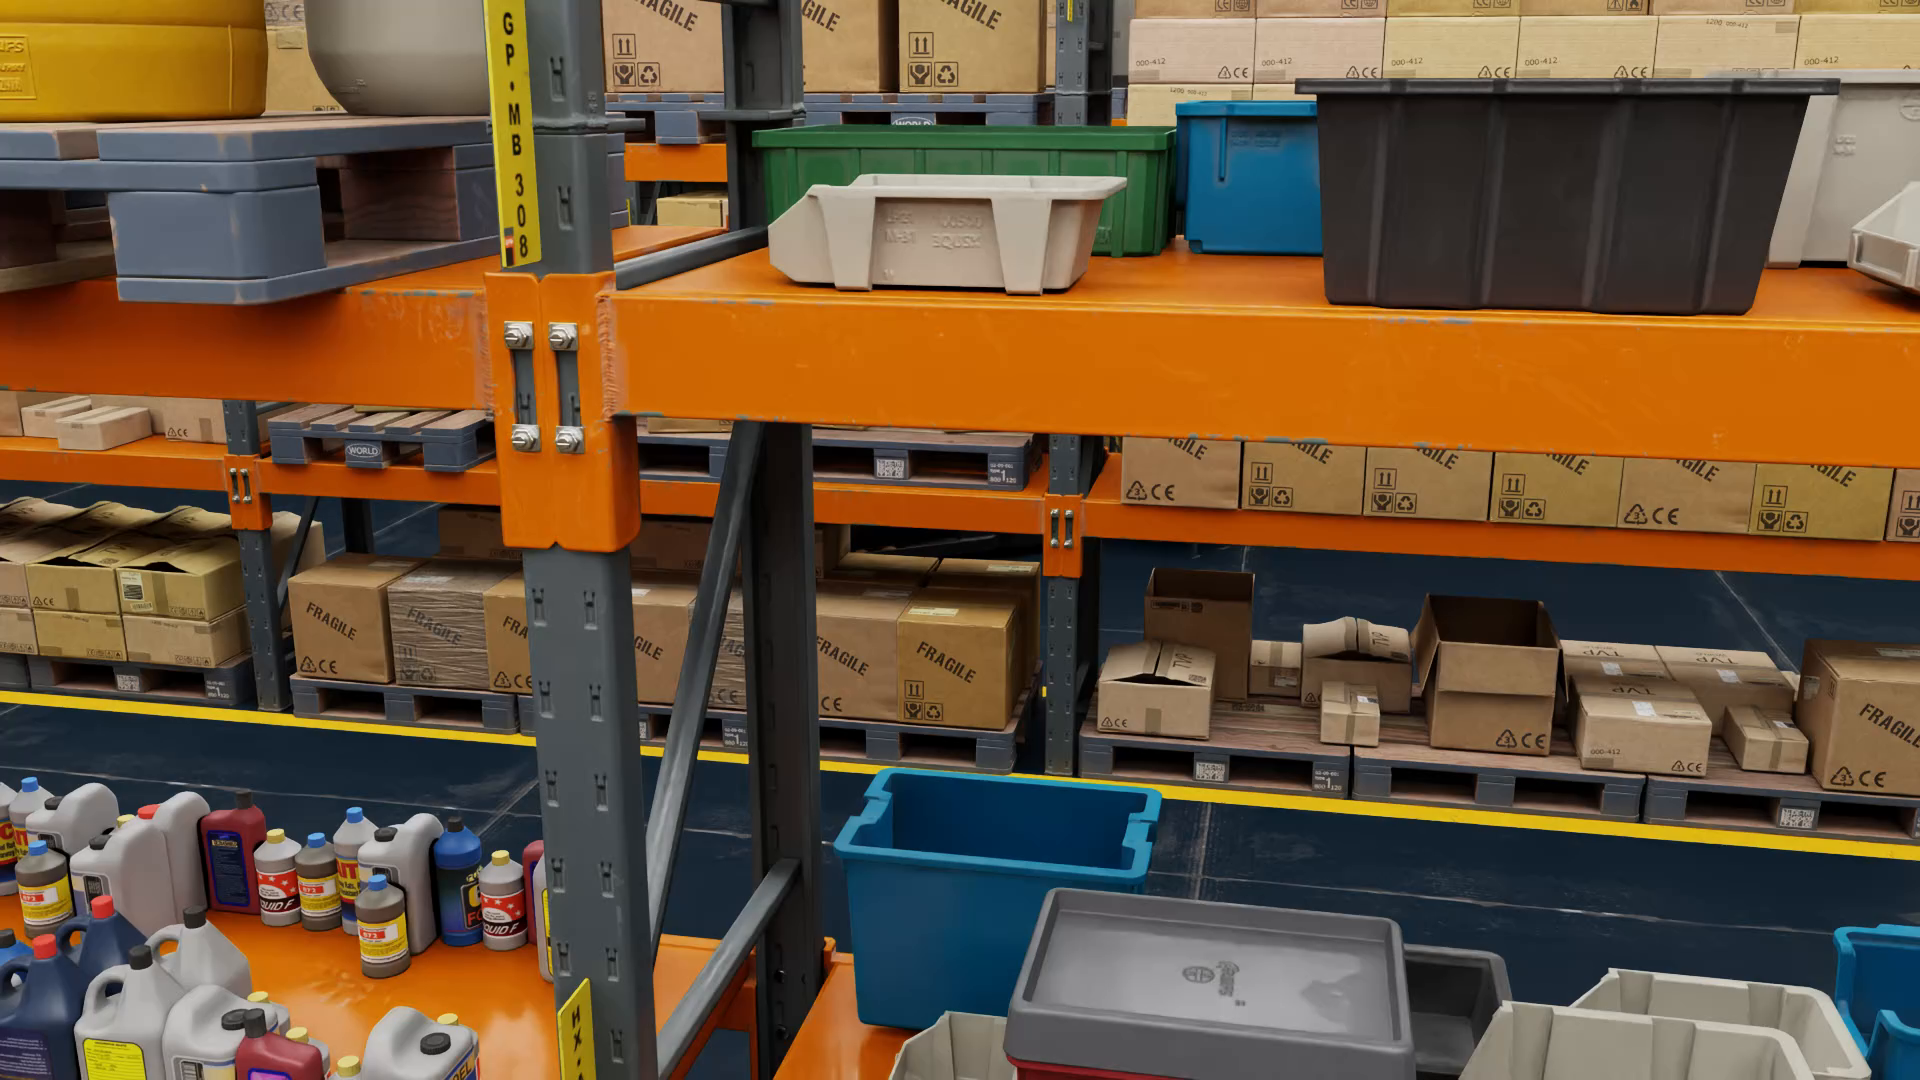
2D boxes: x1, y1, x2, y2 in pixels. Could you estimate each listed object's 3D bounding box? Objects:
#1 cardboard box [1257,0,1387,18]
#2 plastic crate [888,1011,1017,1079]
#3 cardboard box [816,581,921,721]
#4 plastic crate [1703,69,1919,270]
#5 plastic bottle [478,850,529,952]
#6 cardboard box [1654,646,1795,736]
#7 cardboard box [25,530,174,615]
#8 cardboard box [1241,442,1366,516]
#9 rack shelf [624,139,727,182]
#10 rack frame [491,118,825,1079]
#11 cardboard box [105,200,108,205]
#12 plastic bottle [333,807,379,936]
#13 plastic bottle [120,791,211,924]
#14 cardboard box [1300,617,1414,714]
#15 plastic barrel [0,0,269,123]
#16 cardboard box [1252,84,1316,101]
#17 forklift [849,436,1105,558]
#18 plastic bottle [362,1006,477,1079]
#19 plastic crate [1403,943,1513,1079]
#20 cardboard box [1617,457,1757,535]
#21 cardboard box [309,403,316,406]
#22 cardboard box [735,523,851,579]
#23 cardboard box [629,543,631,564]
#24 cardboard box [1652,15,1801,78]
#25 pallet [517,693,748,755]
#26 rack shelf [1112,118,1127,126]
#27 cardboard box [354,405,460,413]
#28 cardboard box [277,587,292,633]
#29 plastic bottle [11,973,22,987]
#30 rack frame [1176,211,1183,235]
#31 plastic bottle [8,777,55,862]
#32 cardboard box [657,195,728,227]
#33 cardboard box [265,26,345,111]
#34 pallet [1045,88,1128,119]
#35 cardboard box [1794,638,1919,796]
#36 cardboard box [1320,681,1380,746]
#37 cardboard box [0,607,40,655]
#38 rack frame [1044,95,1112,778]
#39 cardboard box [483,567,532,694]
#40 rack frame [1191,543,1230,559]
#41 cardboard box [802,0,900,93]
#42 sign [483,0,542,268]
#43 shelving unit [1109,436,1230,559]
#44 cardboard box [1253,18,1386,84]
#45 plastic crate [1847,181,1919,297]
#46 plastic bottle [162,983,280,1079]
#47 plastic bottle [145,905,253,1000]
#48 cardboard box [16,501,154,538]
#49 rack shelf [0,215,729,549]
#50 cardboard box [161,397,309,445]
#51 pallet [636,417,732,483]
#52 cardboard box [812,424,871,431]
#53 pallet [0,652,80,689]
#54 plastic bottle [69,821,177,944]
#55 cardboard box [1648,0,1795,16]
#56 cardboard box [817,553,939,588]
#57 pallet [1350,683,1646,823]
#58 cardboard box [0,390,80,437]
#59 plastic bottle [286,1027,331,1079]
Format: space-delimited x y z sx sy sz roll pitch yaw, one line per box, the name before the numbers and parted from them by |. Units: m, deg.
cardboard box | 1.494 -2.392 6.829 0.500 0.500 0.700 3 16 11
plastic crate | -0.015 0.960 2.789 0.243 0.136 0.396 3 16 11
cardboard box | -0.476 0.517 7.865 0.500 0.500 0.500 3 16 11
plastic crate | 1.366 -0.575 2.550 0.530 0.282 0.437 3 16 11
plastic bottle | -0.965 0.756 3.517 0.097 0.201 0.097 0 15 0
cardboard box | 3.501 0.700 7.672 0.500 0.250 0.500 3 16 11
cardboard box | -4.445 0.154 8.629 0.500 0.311 0.500 3 16 10
cardboard box | 1.495 -0.419 7.199 0.500 0.500 0.500 3 16 12
rack shelf | -1.412 -1.701 7.743 4.000 0.370 1.077 3 16 11
rack frame | -0.443 0.800 2.986 0.127 3.000 1.000 3 16 11
cardboard box | -7.233 -2.624 14.186 0.500 0.500 0.500 3 16 11
plastic bottle | -1.287 0.705 3.570 0.097 0.271 0.097 0 15 0
plastic bottle | -1.728 0.686 3.629 0.135 0.276 0.152 3 16 11
cardboard box | 1.898 0.584 7.978 0.500 0.311 0.500 3 16 11
plastic barrel | -1.378 -0.934 2.488 0.600 0.588 0.600 0 15 0
cardboard box | 1.464 -1.751 6.856 0.500 0.250 0.500 3 16 11
forklift | -0.570 -1.344 10.854 3.031 2.935 1.130 -7 17 -23
plastic bottle | -0.894 0.923 2.773 0.135 0.276 0.152 3 16 11
plastic crate | 0.707 0.893 3.054 0.590 0.125 0.437 3 16 11
cardboard box | 2.977 -0.339 6.908 0.500 0.500 0.500 3 16 12
cardboard box | -5.067 -1.176 13.976 0.500 0.500 0.700 3 16 10
cardboard box | -0.858 -0.007 8.353 0.500 0.250 0.500 3 16 11
cardboard box | -1.902 0.300 8.649 0.500 0.500 0.500 3 16 9
cardboard box | 2.934 -1.912 6.501 0.500 0.250 0.500 3 16 11
pallet | -1.456 0.750 8.388 1.213 0.211 1.003 3 16 11
rack shelf | -0.429 -2.997 12.422 4.000 0.370 1.077 3 16 11
cardboard box | -2.733 -0.955 8.348 0.500 0.500 0.700 -2 16 -8
cardboard box | -3.827 0.309 9.120 0.500 0.250 0.500 3 16 11
plastic bottle | -1.746 0.877 2.940 0.135 0.276 0.152 3 16 11
rack frame | 1.531 -1.792 12.342 0.127 3.000 1.000 3 16 11
plastic bottle | -2.064 0.662 3.722 0.097 0.271 0.097 0 15 0
cardboard box | -1.967 -2.474 12.618 0.500 0.250 0.500 3 16 12
cardboard box | -2.938 -2.188 7.966 0.500 0.500 0.910 3 16 11
pallet | 0.623 -3.181 12.097 1.217 0.209 0.805 2 16 9
cardboard box | 3.886 0.745 7.042 0.500 0.500 0.500 3 16 11
cardboard box | 1.766 0.780 7.541 0.250 0.166 0.380 3 16 11
cardboard box | -4.934 0.396 8.808 0.500 0.250 0.500 3 16 12
rack frame | 0.548 -0.496 7.663 0.127 3.000 1.000 3 16 11
cardboard box | -1.978 0.437 8.153 0.500 0.500 0.500 3 16 10
rack frame | 1.685 -0.634 10.972 0.400 1.500 0.023 -15 21 -42
cardboard box | -0.591 -2.316 7.453 0.600 0.600 0.600 3 16 10
sign | -0.555 -0.506 2.065 0.005 0.325 0.100 3 16 11
shelving unit | 1.429 -0.704 11.224 0.431 1.500 0.755 -15 21 -42
cardboard box | 1.465 -1.993 6.794 0.500 0.250 0.500 3 16 11
plastic crate | 1.402 -0.351 2.015 0.530 0.136 0.437 3 16 11
plastic bottle | -1.252 0.904 2.843 0.135 0.276 0.152 3 16 11
plastic bottle | -1.380 0.822 2.996 0.185 0.351 0.144 3 16 11
cardboard box | -4.843 -0.014 9.239 0.500 0.311 0.500 3 16 10
rack shelf | -2.403 -0.406 3.066 4.000 0.370 1.077 3 16 11
cardboard box | -3.720 -0.697 8.554 0.500 0.311 0.500 4 16 15
pallet | -1.465 -0.514 8.088 1.213 0.211 1.003 3 16 11
cardboard box | -0.558 -0.850 7.968 0.500 0.500 0.700 6 16 20
pallet | -5.363 0.516 9.235 1.213 0.211 1.003 3 16 11
plastic bottle | -1.758 0.726 3.486 0.135 0.276 0.152 3 16 11
cardboard box | 2.976 -2.329 6.602 0.500 0.500 0.700 3 16 11
cardboard box | -0.403 0.382 8.353 0.500 0.500 0.500 3 16 12
pallet | 2.420 0.949 7.671 1.213 0.211 1.003 3 16 11
cardboard box | -5.020 -0.842 8.725 0.500 0.500 0.500 2 16 8
plastic bottle | -1.131 0.937 2.863 0.097 0.201 0.097 0 15 0
